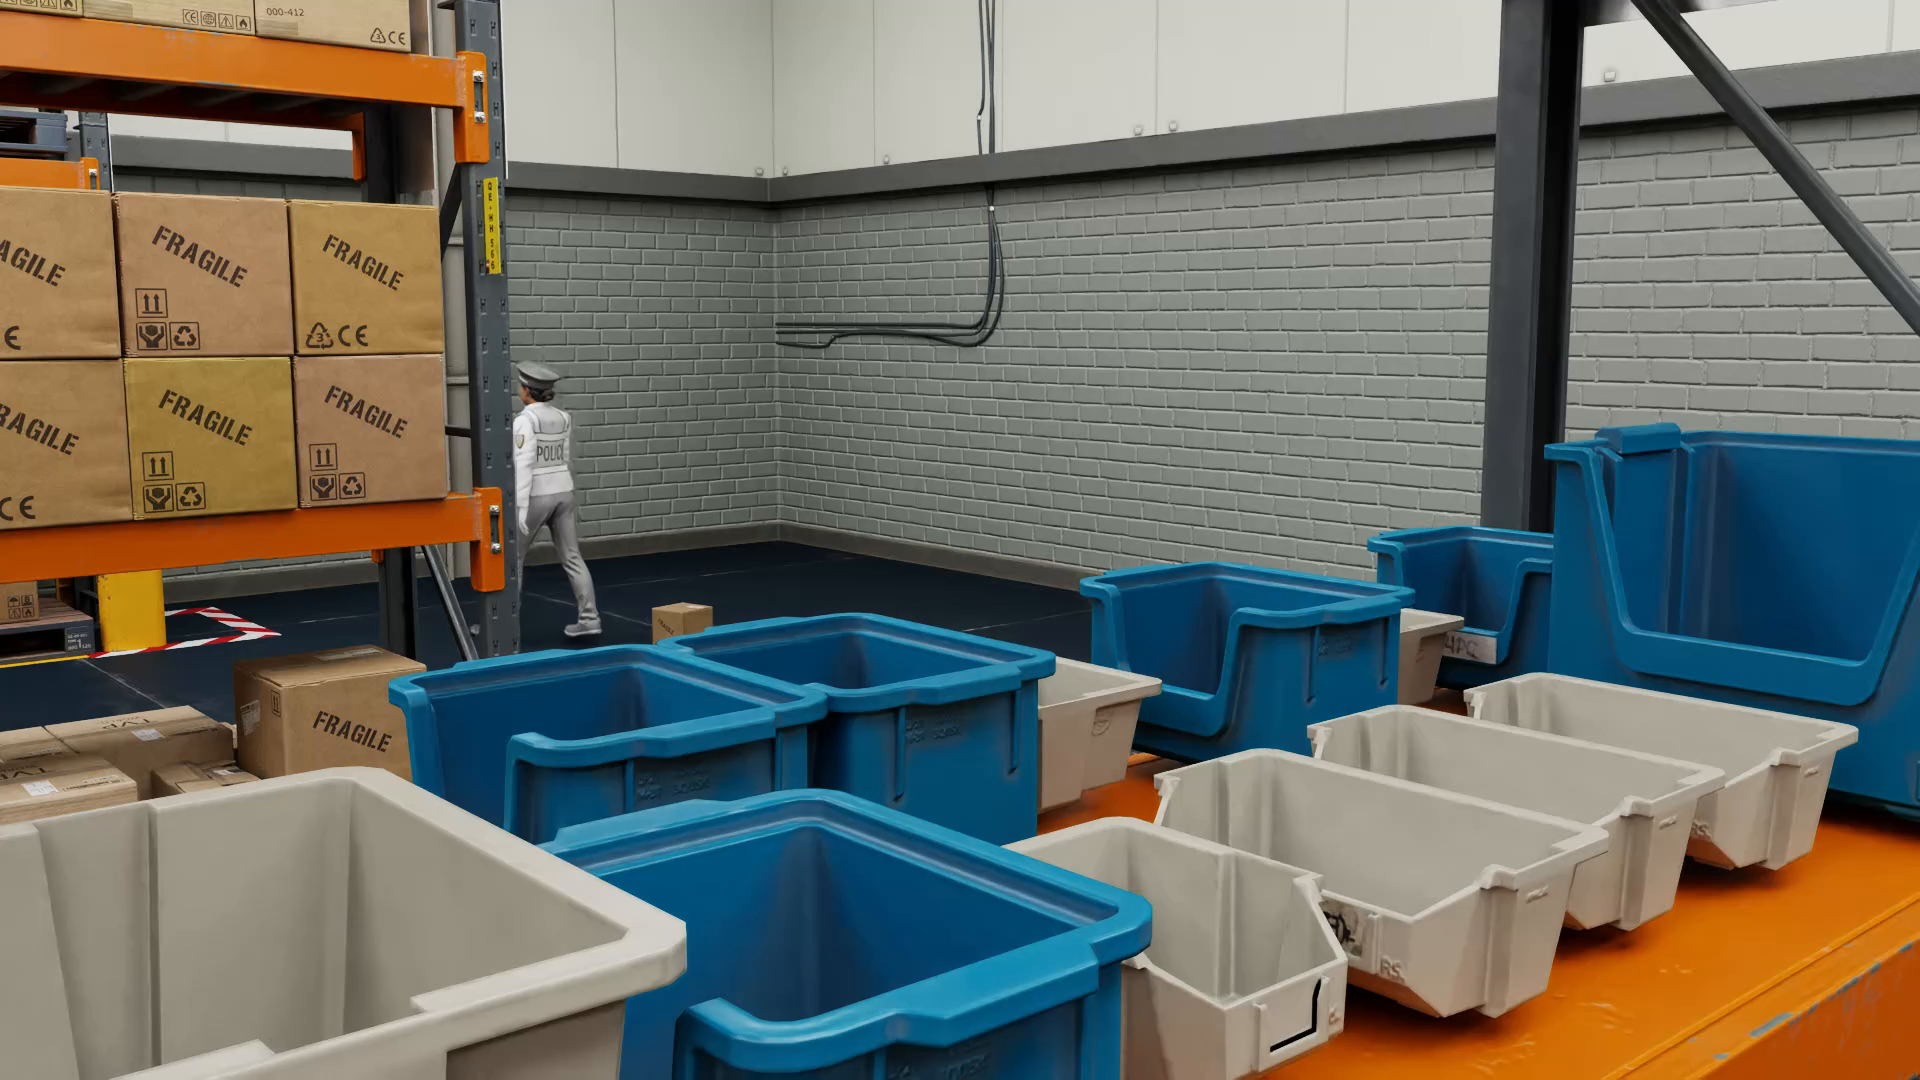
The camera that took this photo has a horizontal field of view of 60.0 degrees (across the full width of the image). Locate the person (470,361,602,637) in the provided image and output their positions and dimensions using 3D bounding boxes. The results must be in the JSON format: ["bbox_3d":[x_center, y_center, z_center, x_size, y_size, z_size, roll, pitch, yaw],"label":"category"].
[{"bbox_3d":[-2.554,-0.238,9.964,0.901,1.663,0.544,5,9,32],"label":"person"}]
